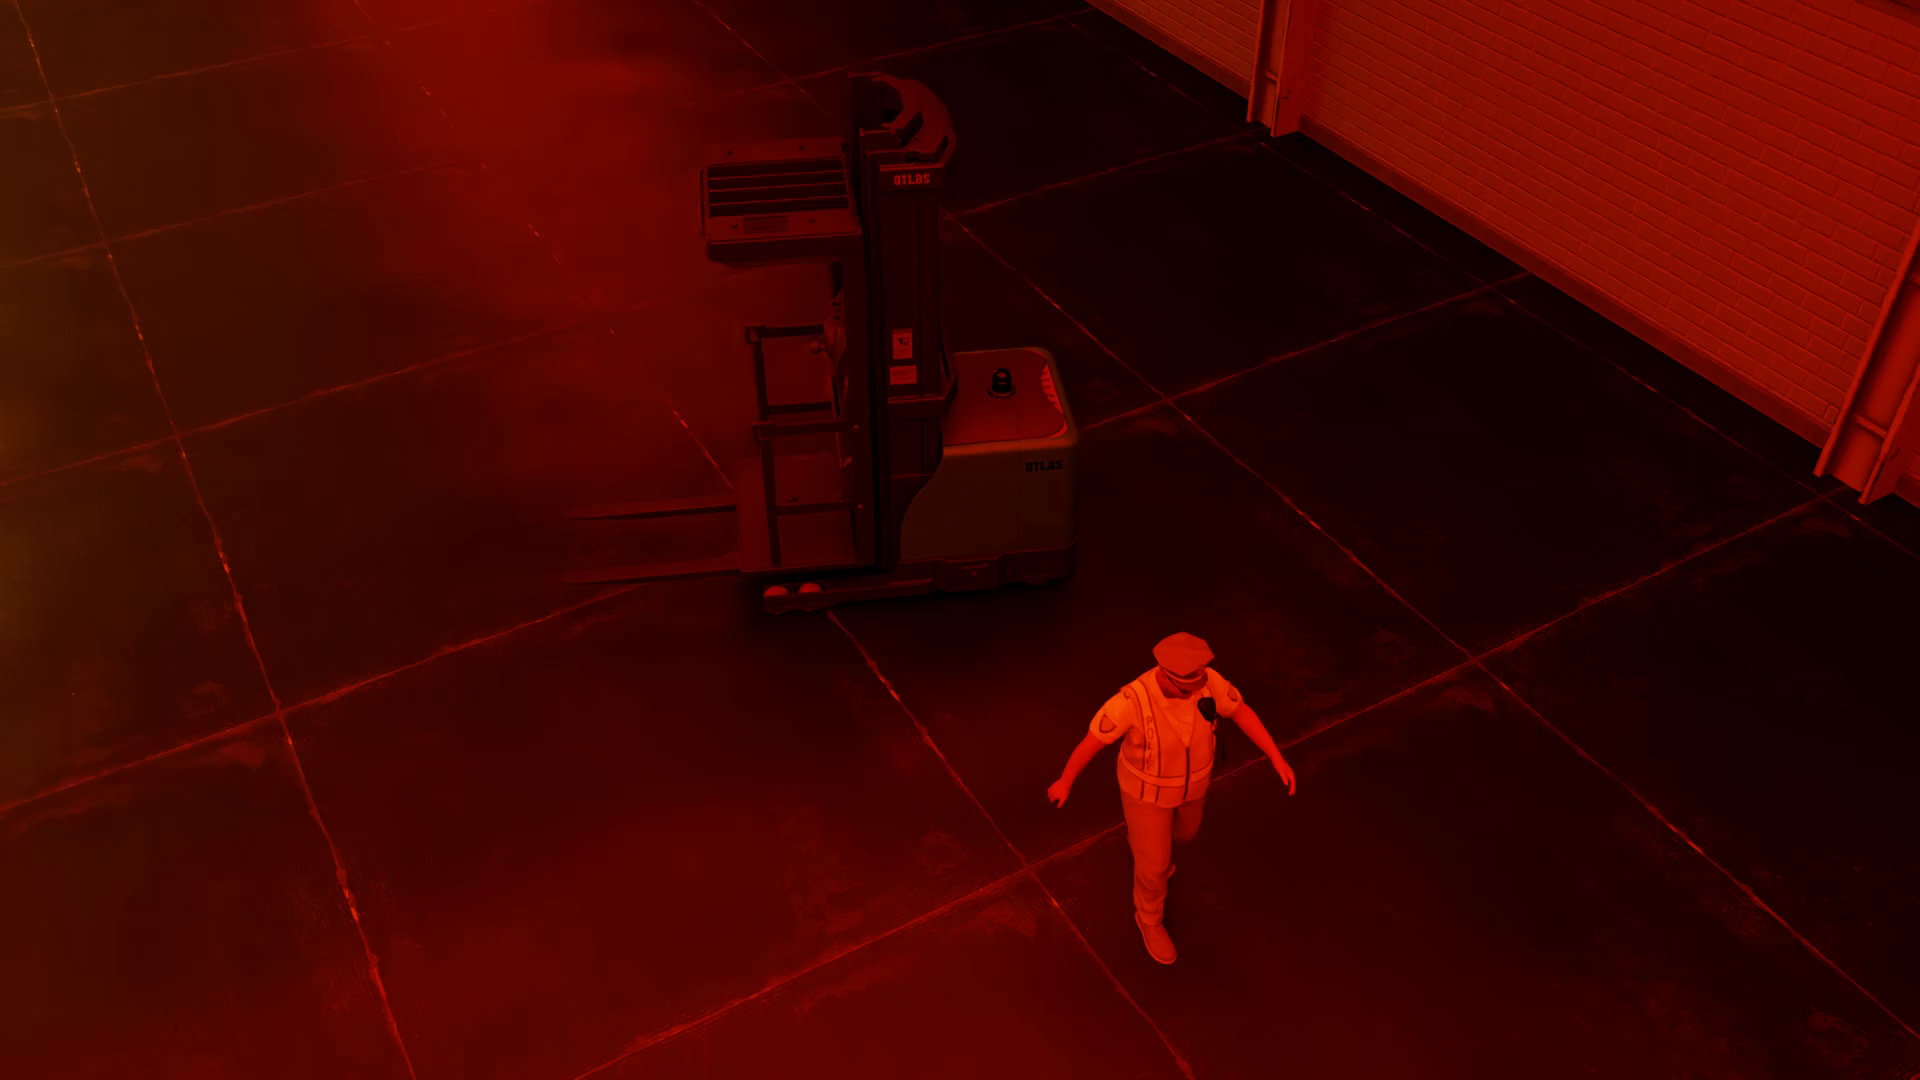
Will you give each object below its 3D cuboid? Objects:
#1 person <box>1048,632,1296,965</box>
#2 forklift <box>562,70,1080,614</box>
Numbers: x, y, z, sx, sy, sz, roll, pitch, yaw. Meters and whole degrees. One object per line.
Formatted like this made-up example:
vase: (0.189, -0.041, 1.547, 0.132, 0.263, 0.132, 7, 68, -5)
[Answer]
person: (0.933, 1.132, 7.631, 0.967, 1.728, 0.769, -16, 42, -18)
forklift: (-0.865, -1.052, 9.305, 3.031, 2.935, 1.130, -5, 40, -6)
